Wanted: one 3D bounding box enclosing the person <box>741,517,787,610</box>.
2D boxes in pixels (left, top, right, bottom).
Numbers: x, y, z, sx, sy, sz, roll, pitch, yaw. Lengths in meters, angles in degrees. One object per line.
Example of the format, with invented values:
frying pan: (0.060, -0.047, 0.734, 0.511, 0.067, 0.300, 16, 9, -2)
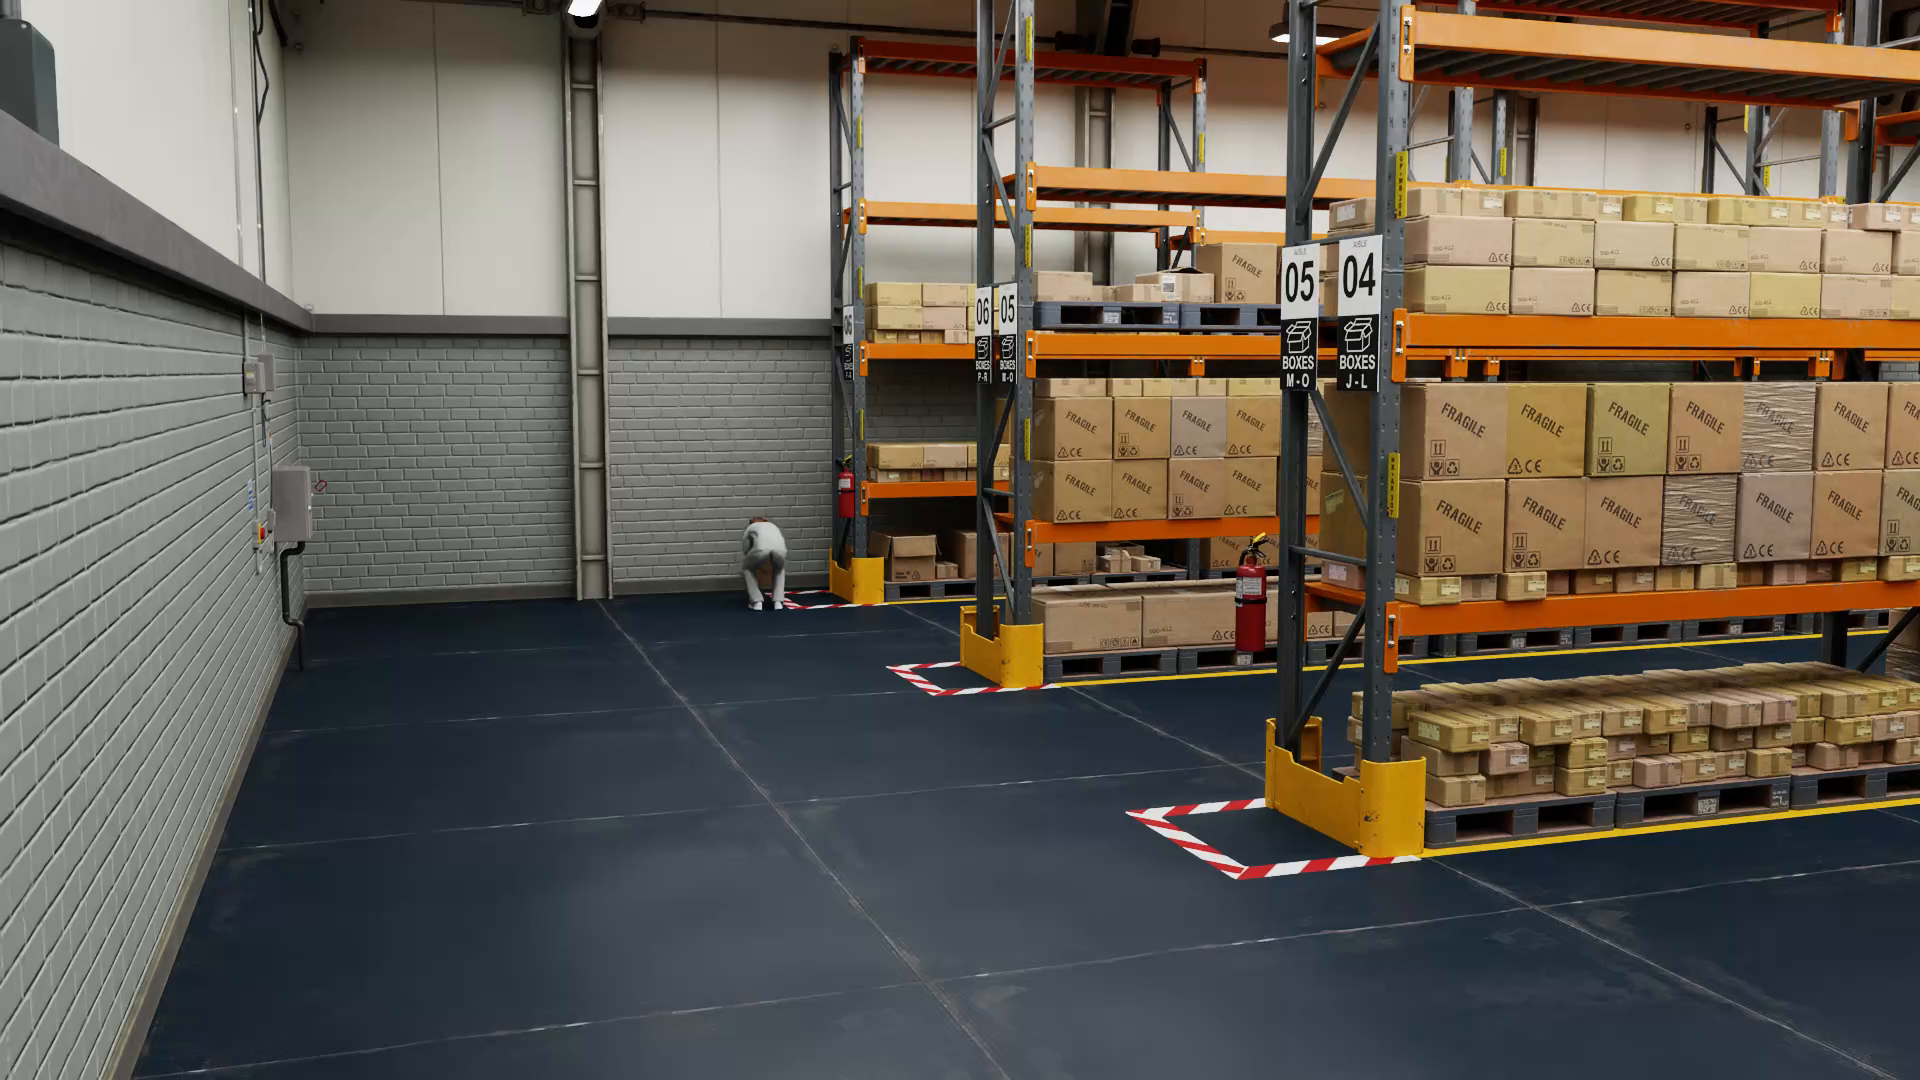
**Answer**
person: (-2.093, 0.238, 17.728, 0.477, 0.960, 0.859, -2, 6, -16)
